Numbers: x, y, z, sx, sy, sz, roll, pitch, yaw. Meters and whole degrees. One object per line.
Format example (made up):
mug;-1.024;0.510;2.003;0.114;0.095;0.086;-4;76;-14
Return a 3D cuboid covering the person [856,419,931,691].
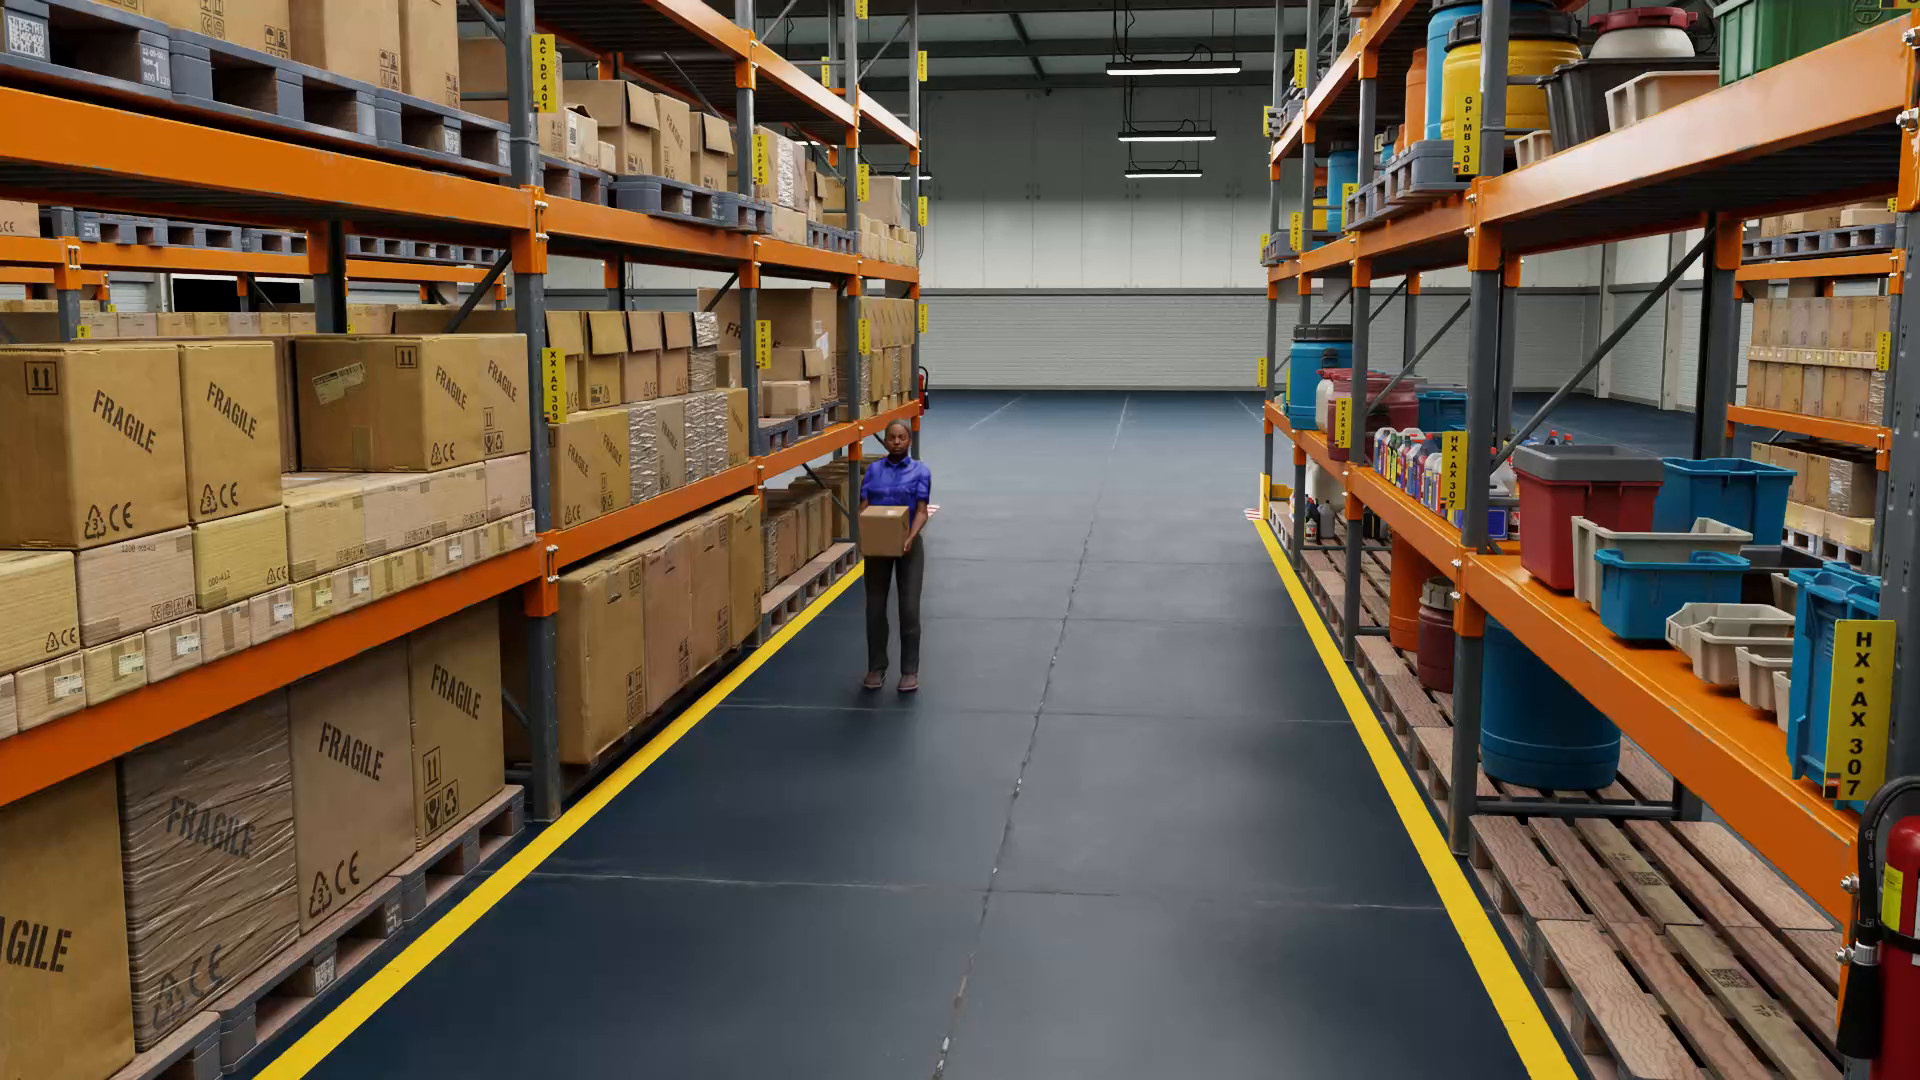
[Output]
person;-0.419;0.093;10.168;0.451;1.651;0.510;1;8;10
